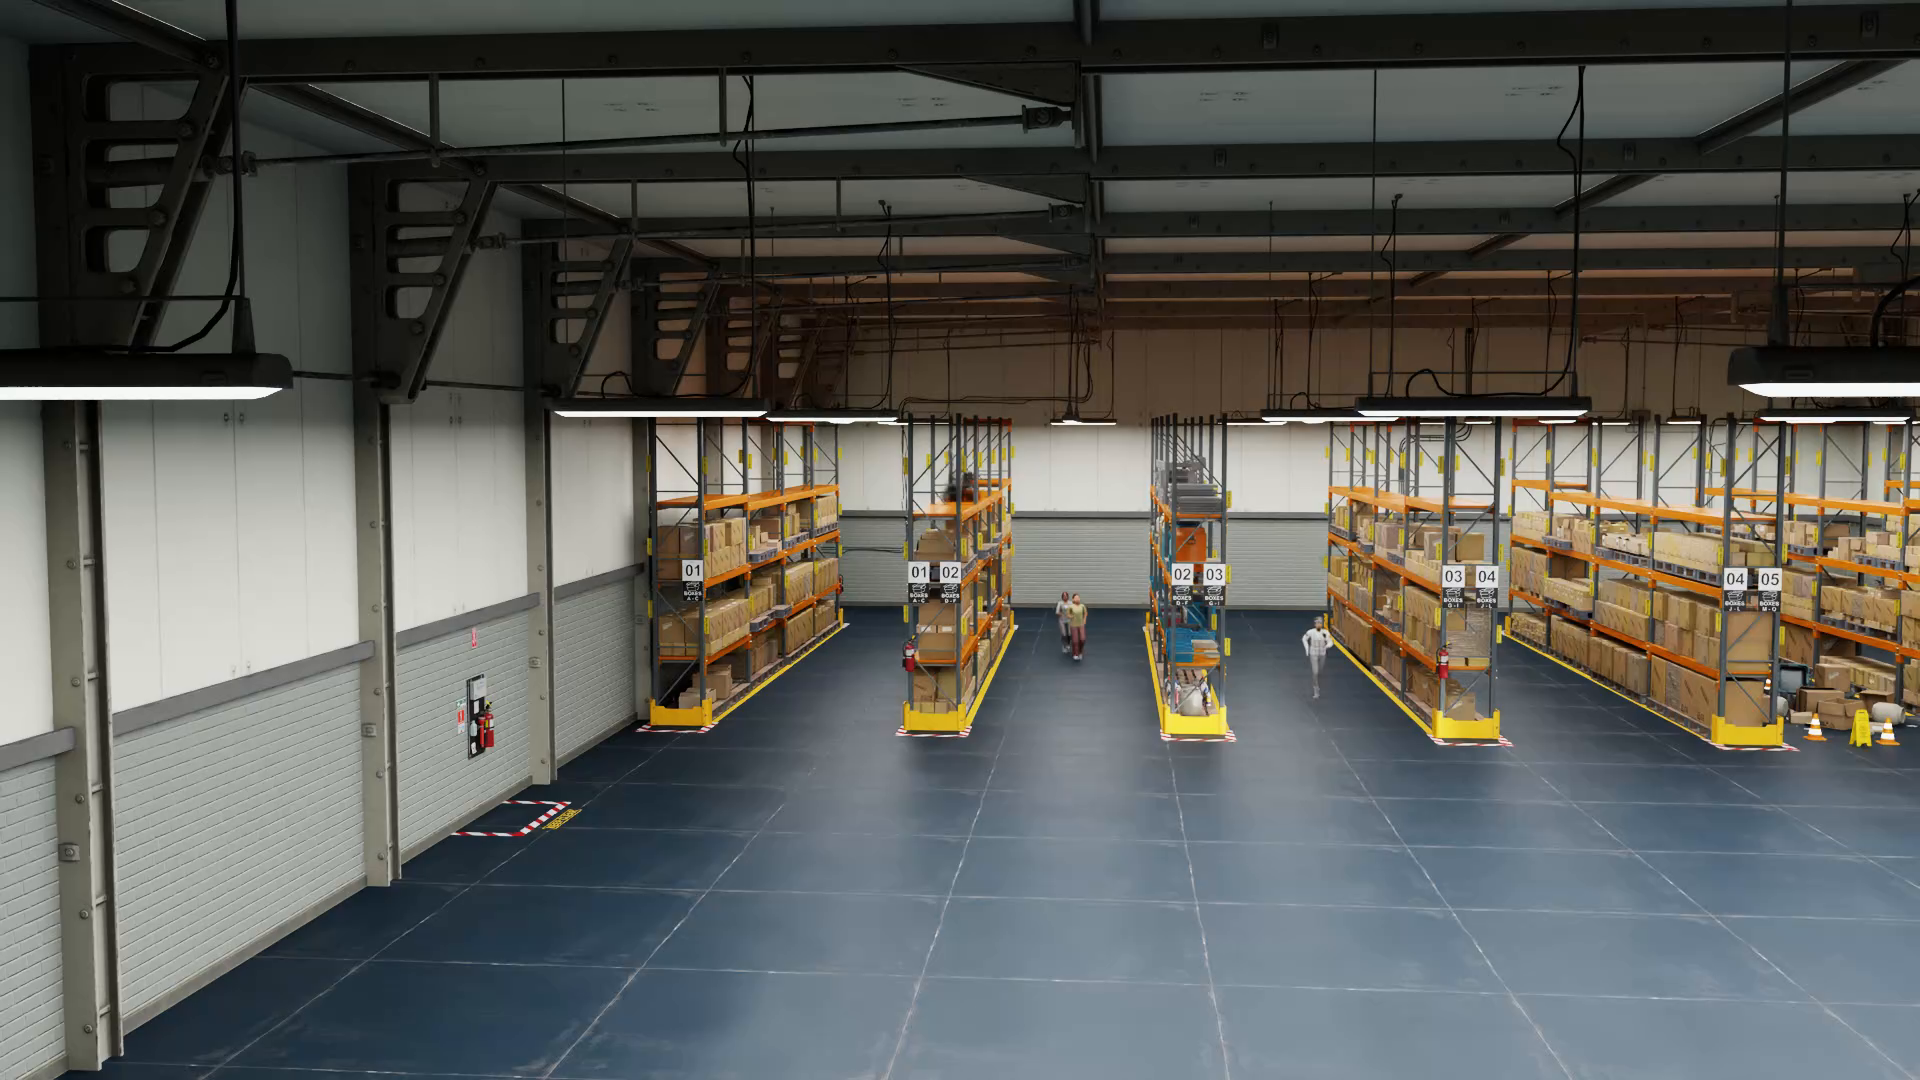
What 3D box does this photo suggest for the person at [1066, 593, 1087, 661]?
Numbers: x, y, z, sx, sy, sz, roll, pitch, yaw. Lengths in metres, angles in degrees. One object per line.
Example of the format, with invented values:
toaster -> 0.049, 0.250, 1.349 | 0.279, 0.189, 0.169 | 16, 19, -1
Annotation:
person -> 2.893, 2.143, 40.885 | 0.562, 1.656, 0.595 | 0, 4, -6

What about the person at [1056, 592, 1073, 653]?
person -> 2.689, 2.091, 42.148 | 0.520, 1.560, 0.570 | 0, 4, -1

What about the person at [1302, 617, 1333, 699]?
person -> 7.653, 2.488, 35.503 | 0.605, 1.730, 0.794 | 0, 4, -2
